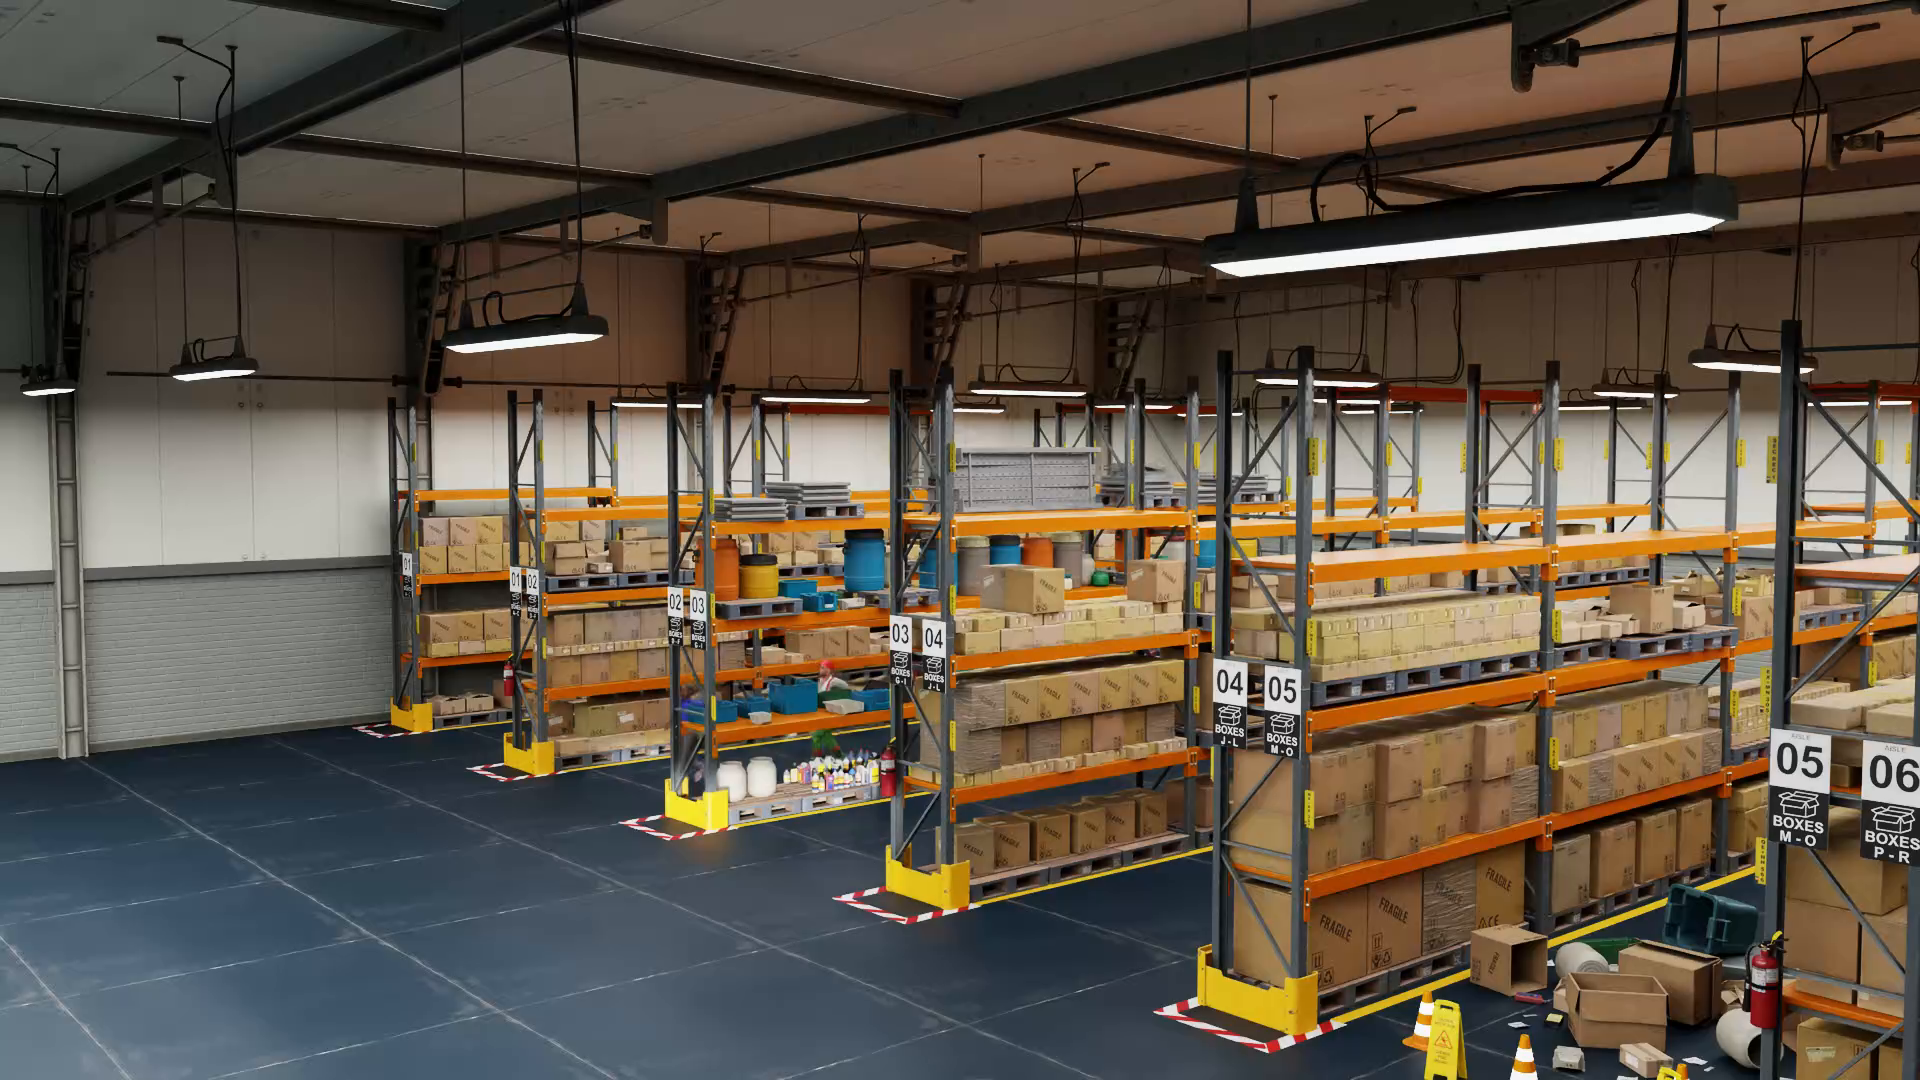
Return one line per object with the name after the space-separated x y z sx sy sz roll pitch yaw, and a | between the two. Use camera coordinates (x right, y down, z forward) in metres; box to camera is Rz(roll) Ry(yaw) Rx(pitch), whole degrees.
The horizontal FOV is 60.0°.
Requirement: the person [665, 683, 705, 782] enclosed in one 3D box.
-4.014 2.915 24.453 0.581 1.619 0.887 2 4 32 | person

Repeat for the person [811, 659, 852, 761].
-2.095 2.766 25.937 0.893 1.812 0.669 -2 4 -37 | person
